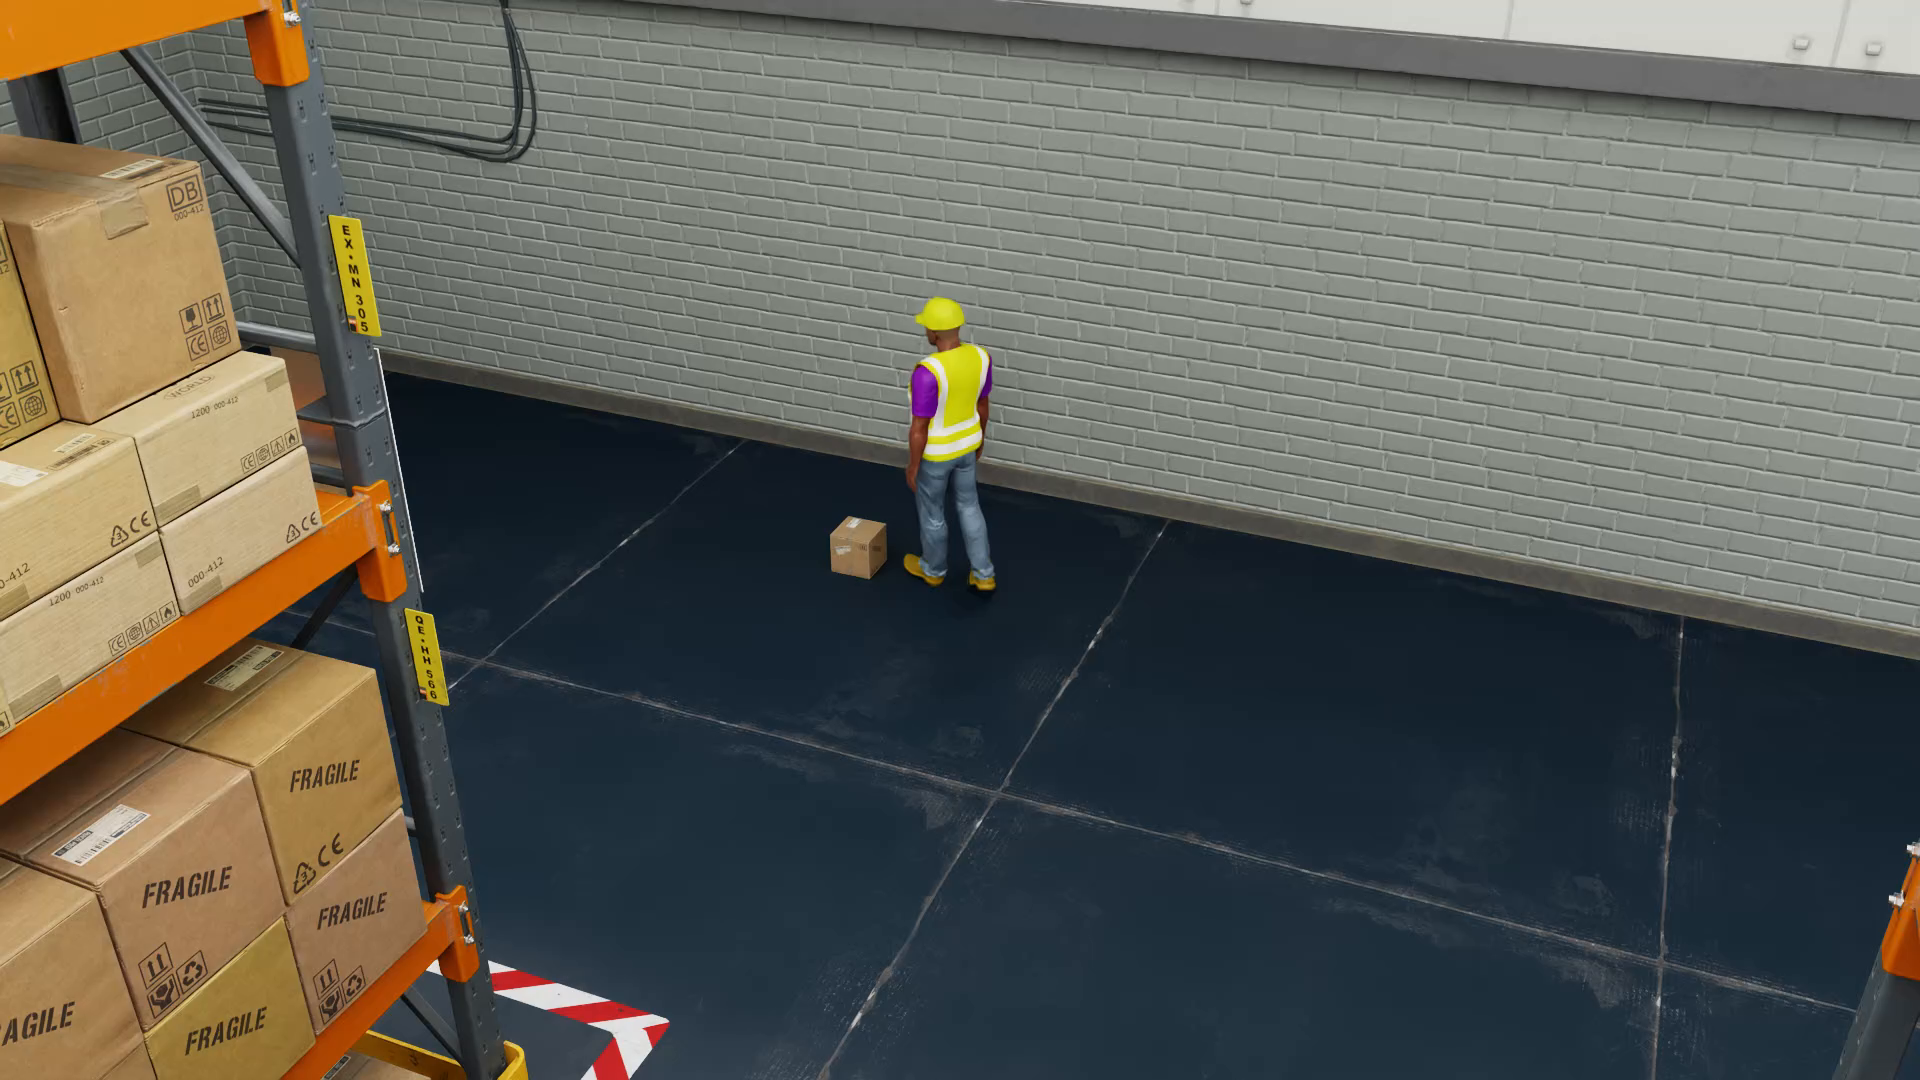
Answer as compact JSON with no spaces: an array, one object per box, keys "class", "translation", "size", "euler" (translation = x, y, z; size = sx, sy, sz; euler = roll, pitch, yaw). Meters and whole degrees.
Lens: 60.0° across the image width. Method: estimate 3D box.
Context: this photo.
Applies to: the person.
[{"class":"person","translation":[-0.079,-0.510,9.262],"size":[0.588,1.775,0.653],"euler":[-23,37,-34]}]
